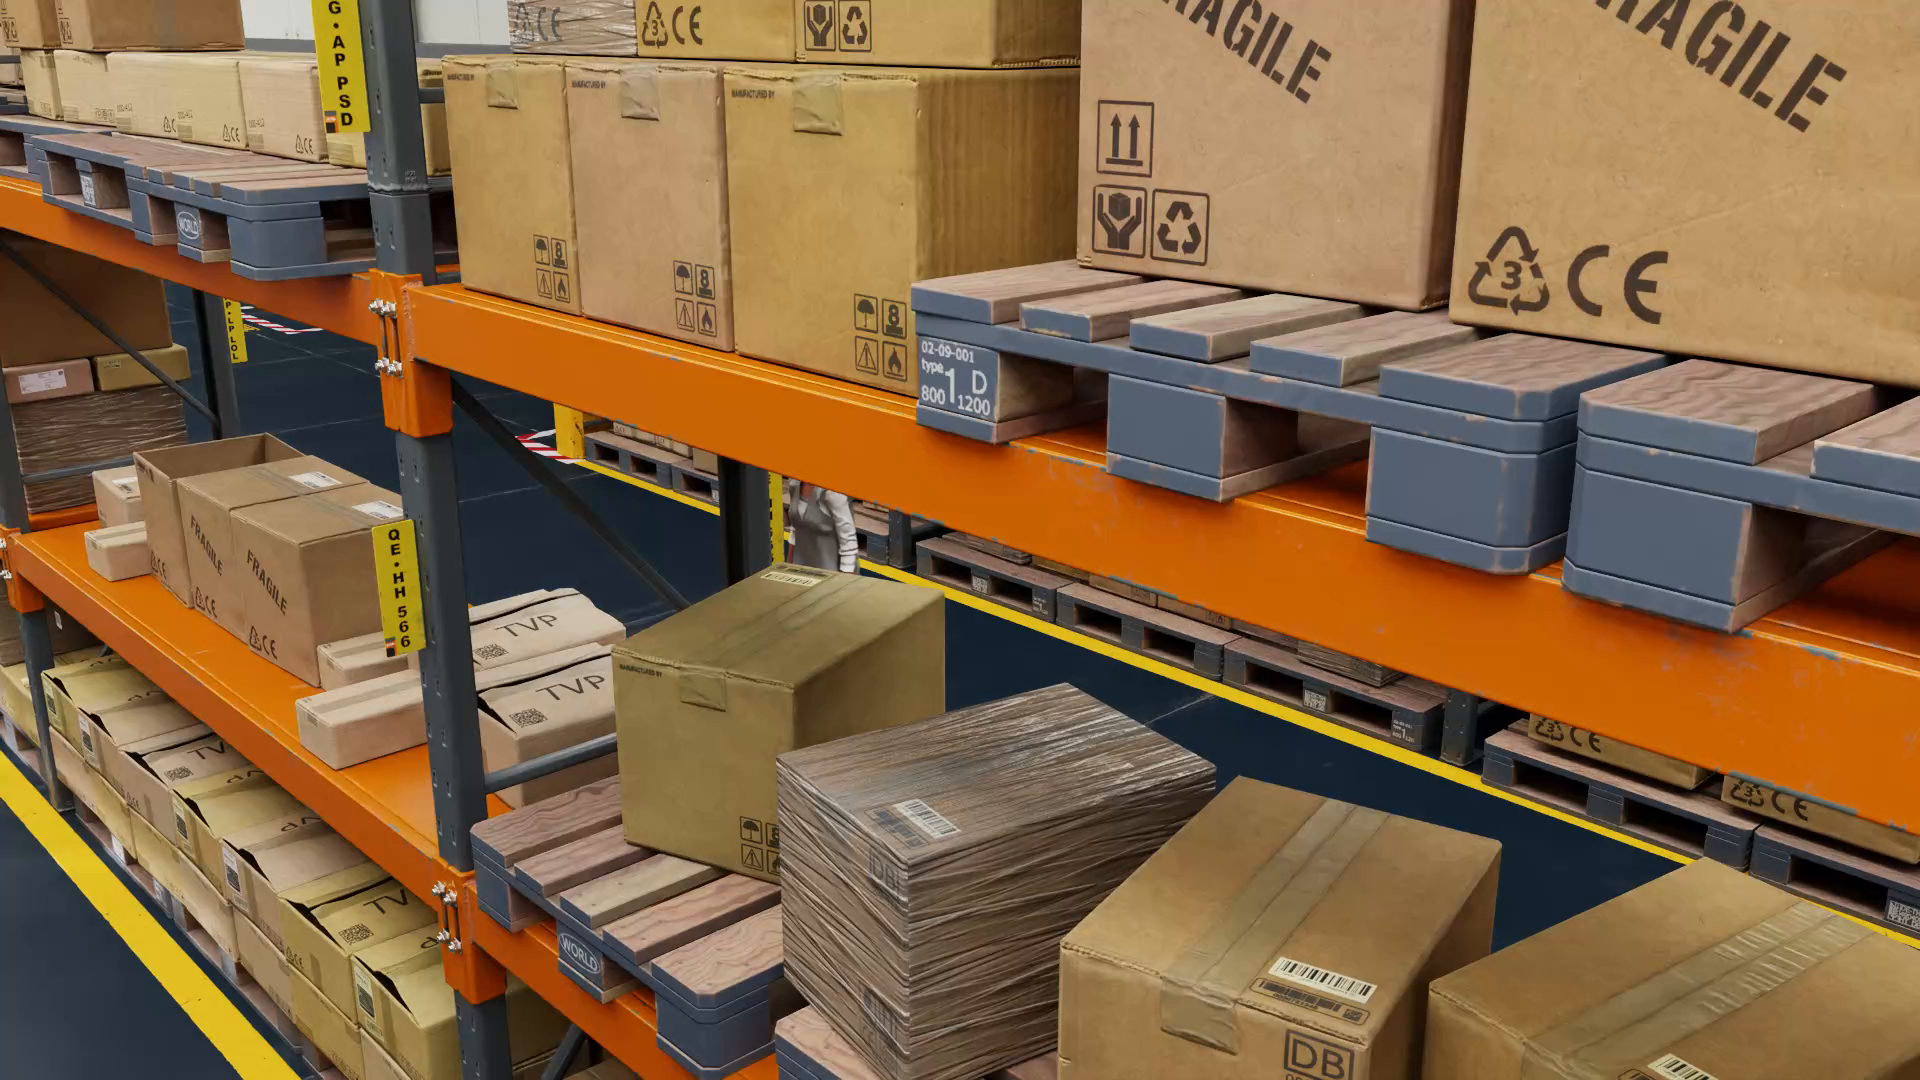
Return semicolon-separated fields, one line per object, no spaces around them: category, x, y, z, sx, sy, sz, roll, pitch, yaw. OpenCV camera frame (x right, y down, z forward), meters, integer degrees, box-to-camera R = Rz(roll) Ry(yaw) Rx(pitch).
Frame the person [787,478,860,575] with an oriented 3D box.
person;-0.663;0.222;7.886;0.344;1.582;0.463;-16;24;-41
